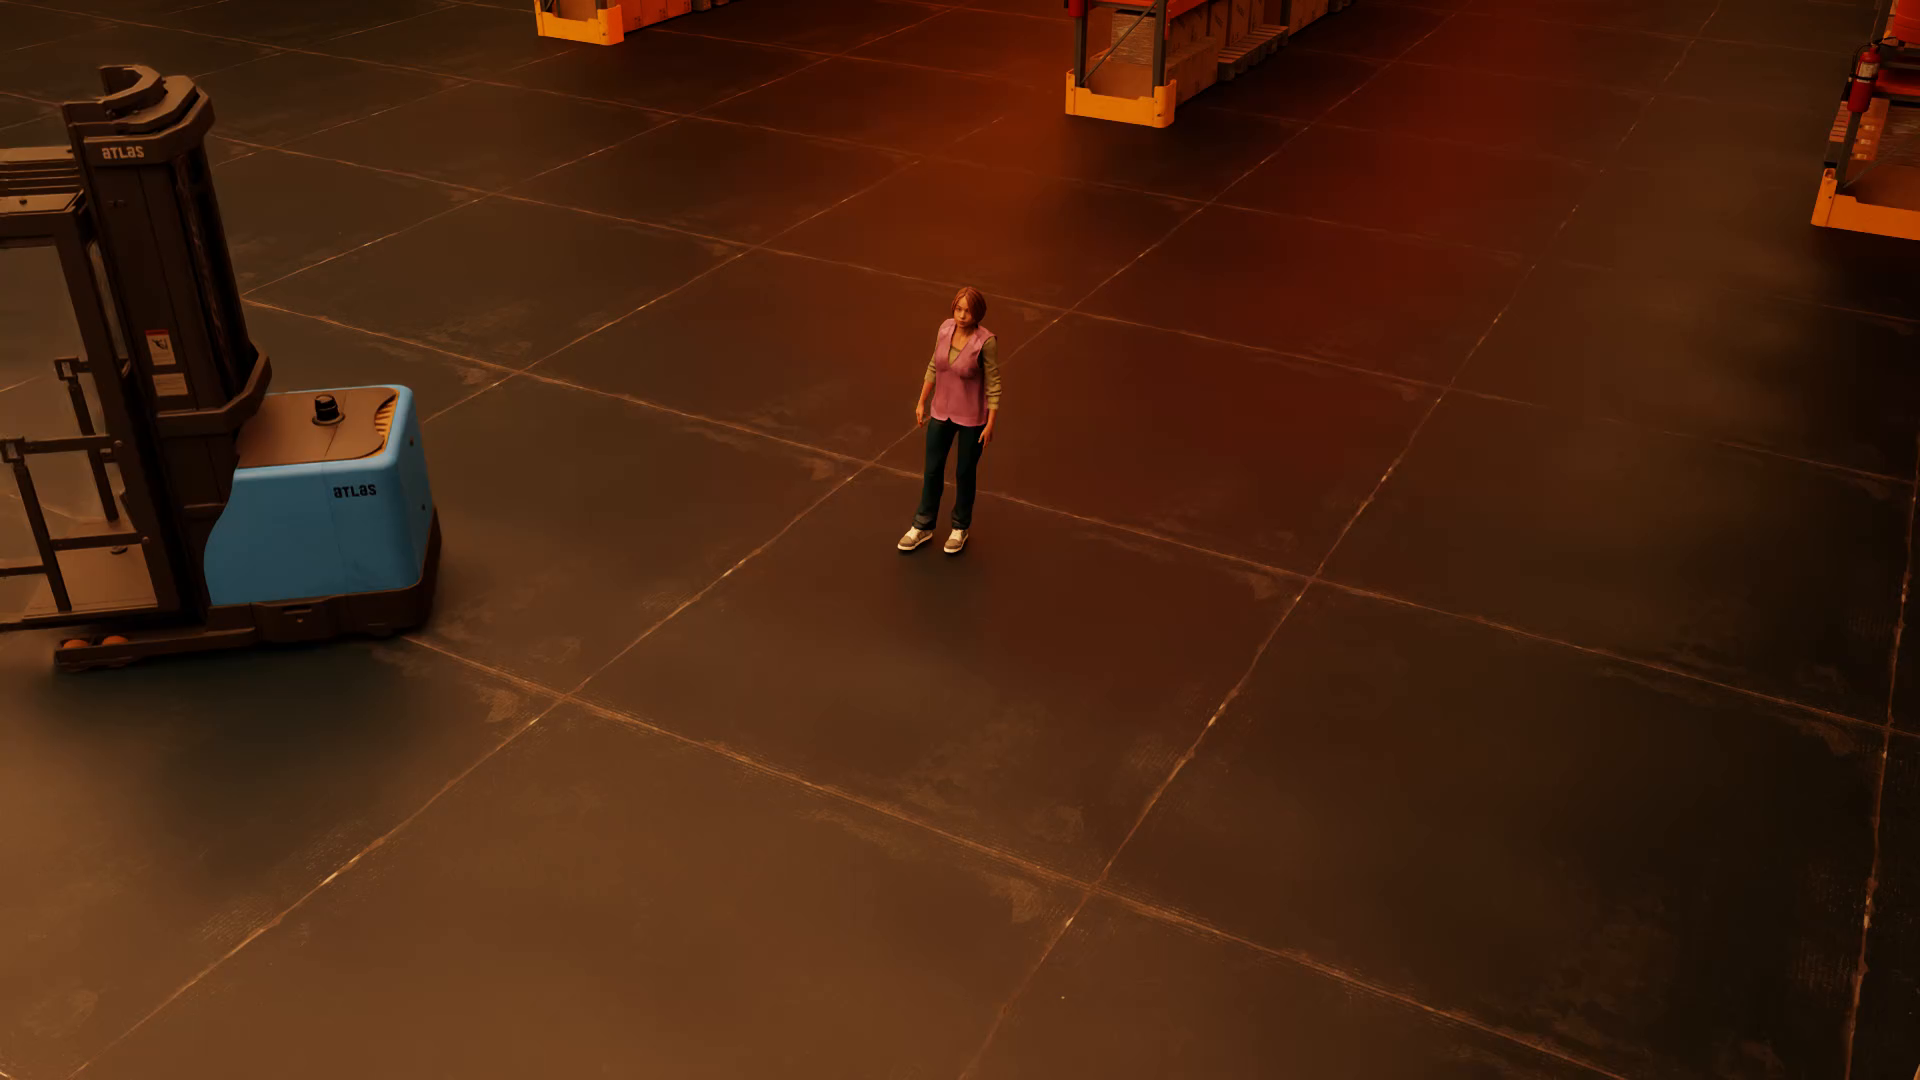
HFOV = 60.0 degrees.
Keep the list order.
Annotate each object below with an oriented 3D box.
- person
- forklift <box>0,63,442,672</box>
[{"bbox_3d":[-0.048,-0.669,9.550,0.520,1.597,0.476,15,33,25],"label":"person"},{"bbox_3d":[-4.484,-0.861,8.562,3.031,2.935,1.130,-5,30,-9],"label":"forklift"}]
